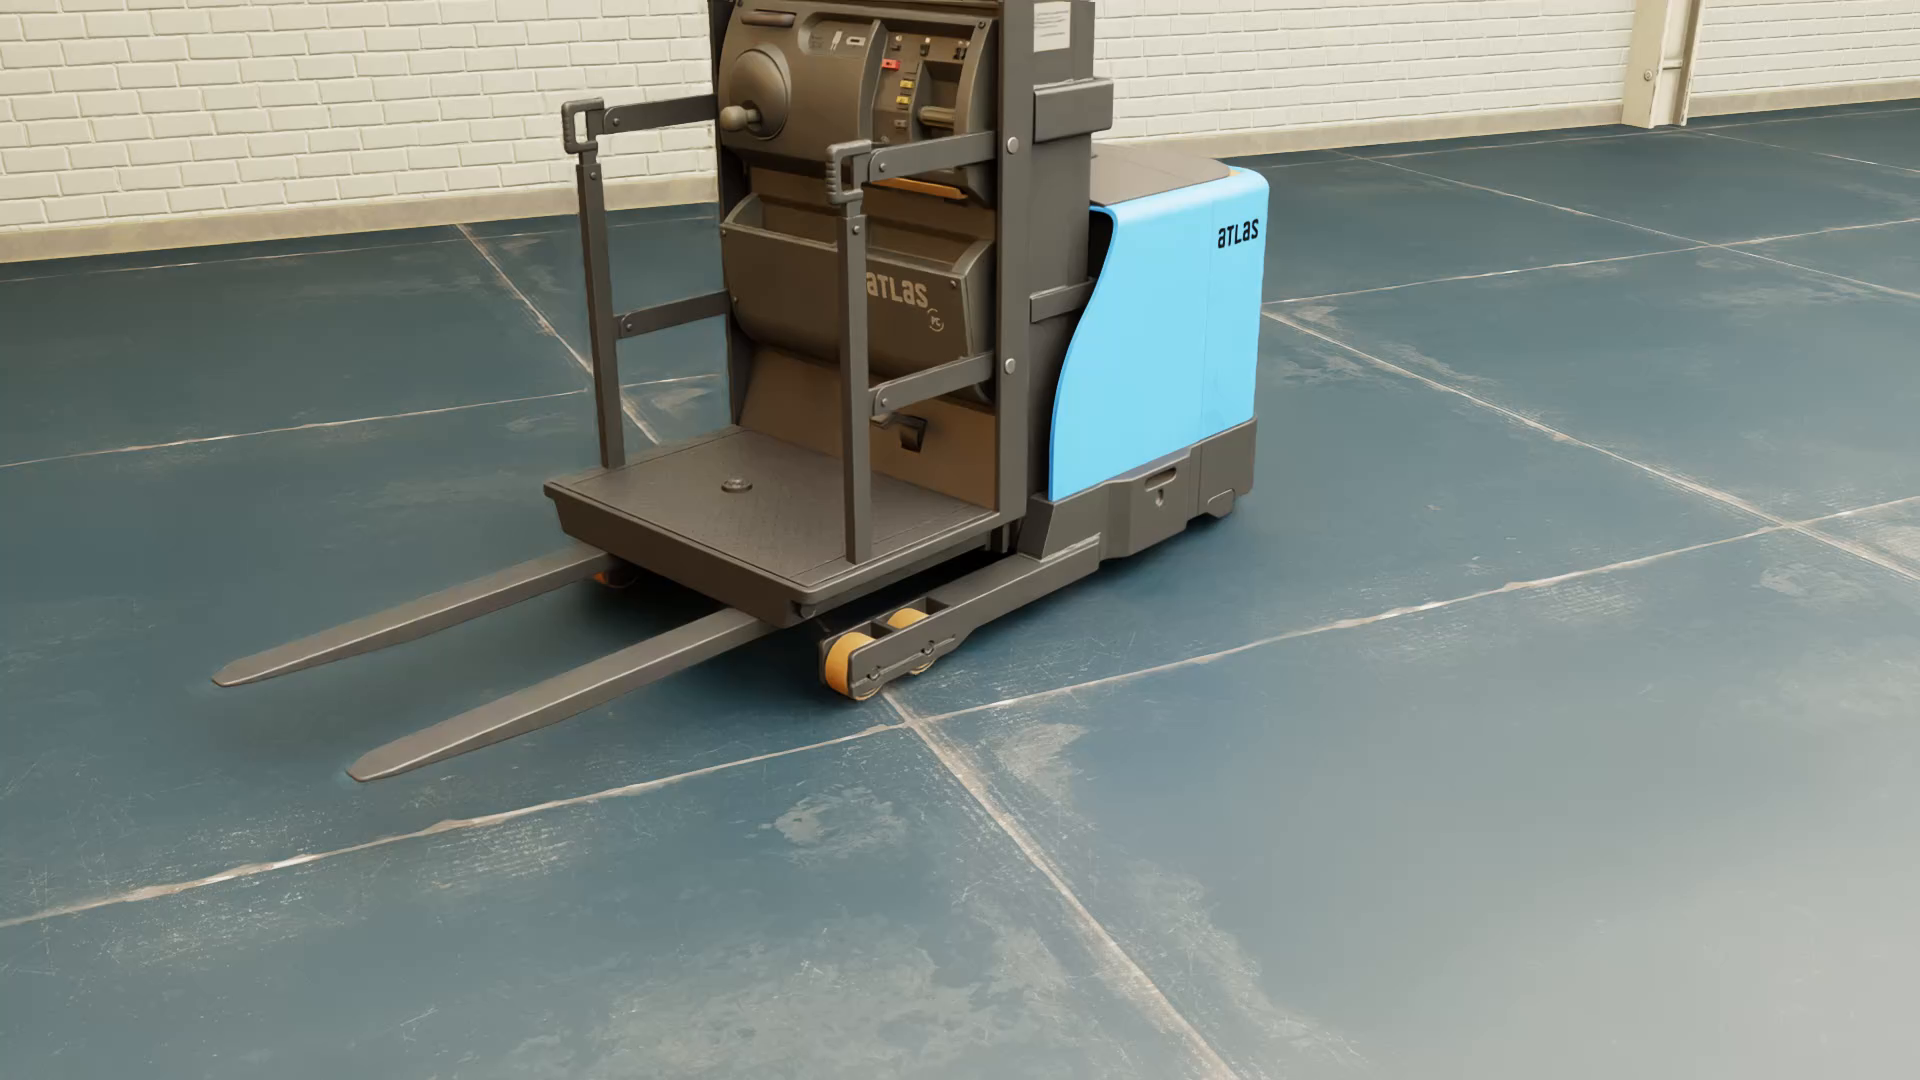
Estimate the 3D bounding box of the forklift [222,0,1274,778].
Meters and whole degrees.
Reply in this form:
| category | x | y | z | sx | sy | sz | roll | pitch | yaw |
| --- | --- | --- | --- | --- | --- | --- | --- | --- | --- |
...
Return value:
| category | x | y | z | sx | sy | sz | roll | pitch | yaw |
| --- | --- | --- | --- | --- | --- | --- | --- | --- | --- |
| forklift | -0.413 | -1.182 | 4.131 | 1.130 | 2.935 | 3.031 | 19 | 29 | 39 |
